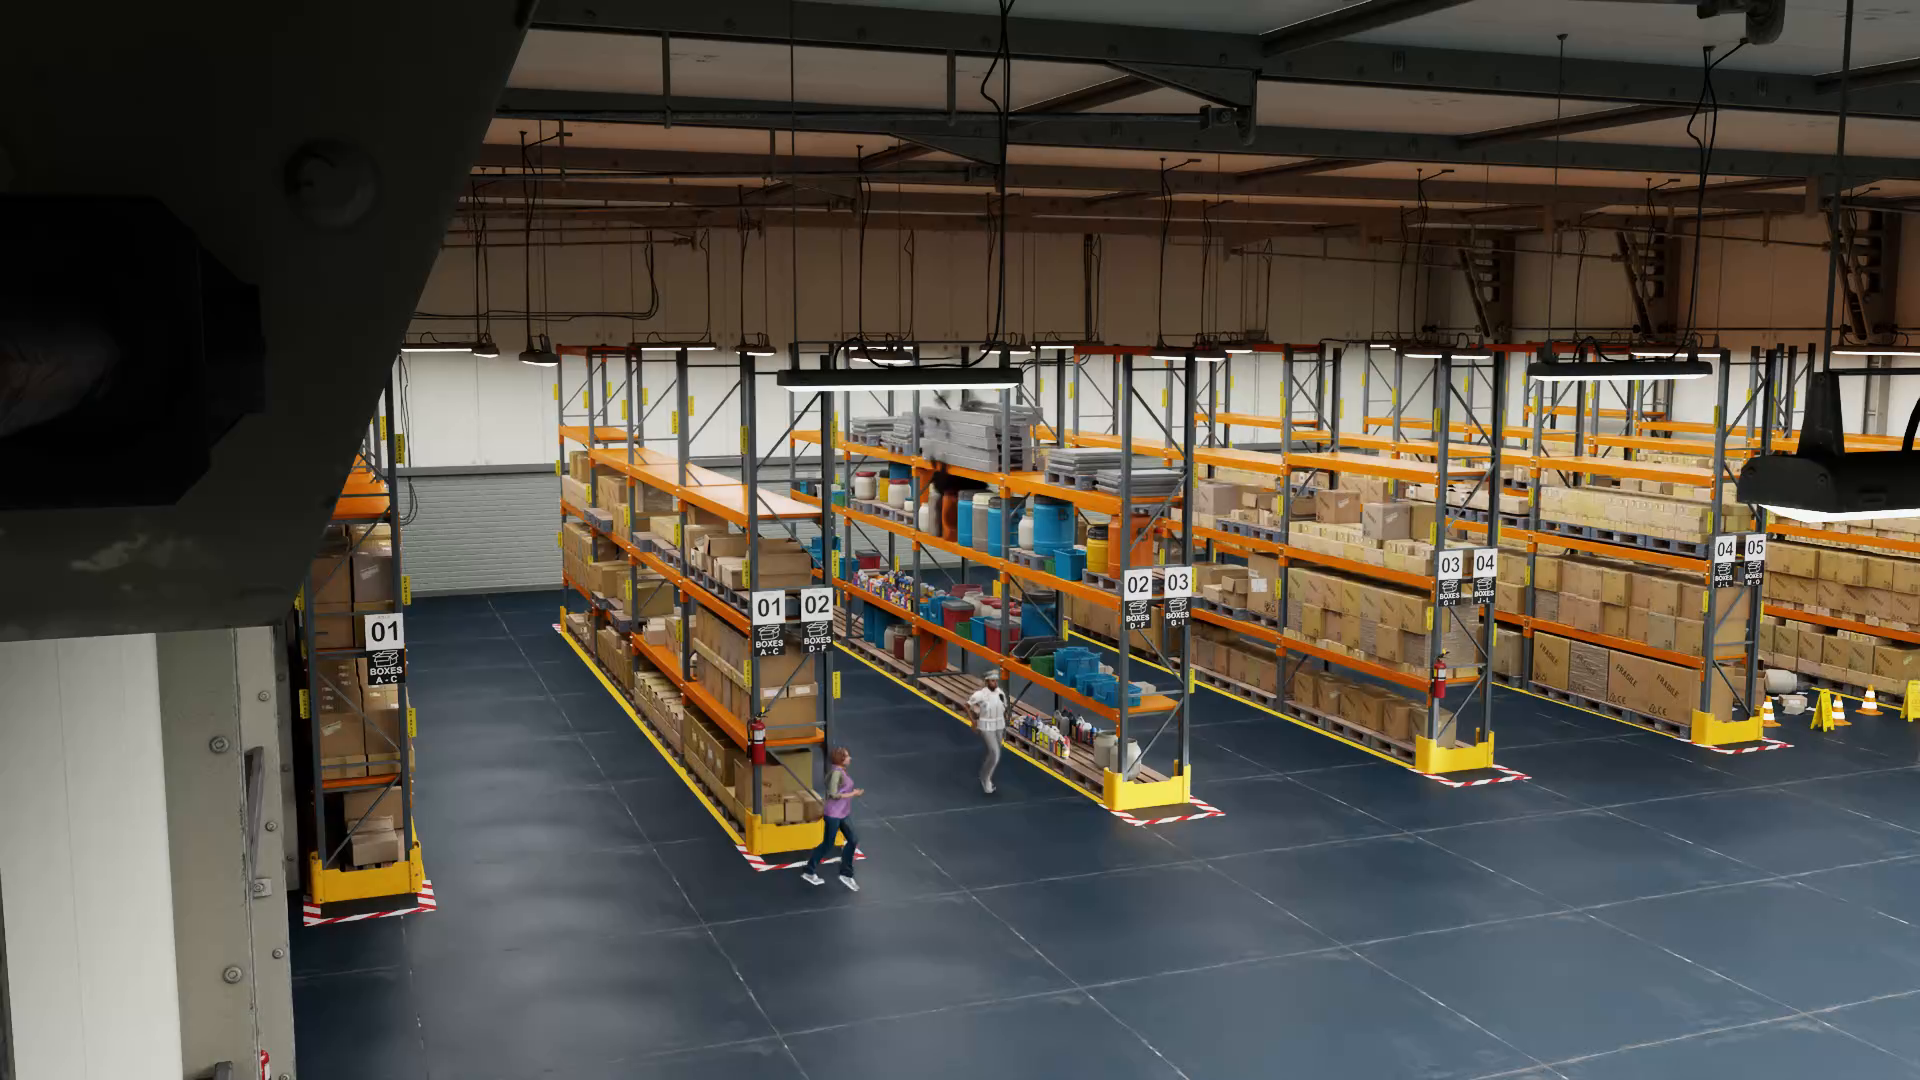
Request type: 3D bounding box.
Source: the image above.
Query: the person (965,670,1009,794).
[{"bbox_3d":[0.431,2.615,22.753,0.545,1.714,0.696,-6,9,-37],"label":"person"}]

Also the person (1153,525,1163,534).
[{"bbox_3d":[4.841,0.341,40.845,0.547,1.709,0.679,-6,10,-41],"label":"person"}]

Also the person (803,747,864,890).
[{"bbox_3d":[-1.419,3.168,18.895,0.699,1.620,0.537,1,7,11],"label":"person"}]
